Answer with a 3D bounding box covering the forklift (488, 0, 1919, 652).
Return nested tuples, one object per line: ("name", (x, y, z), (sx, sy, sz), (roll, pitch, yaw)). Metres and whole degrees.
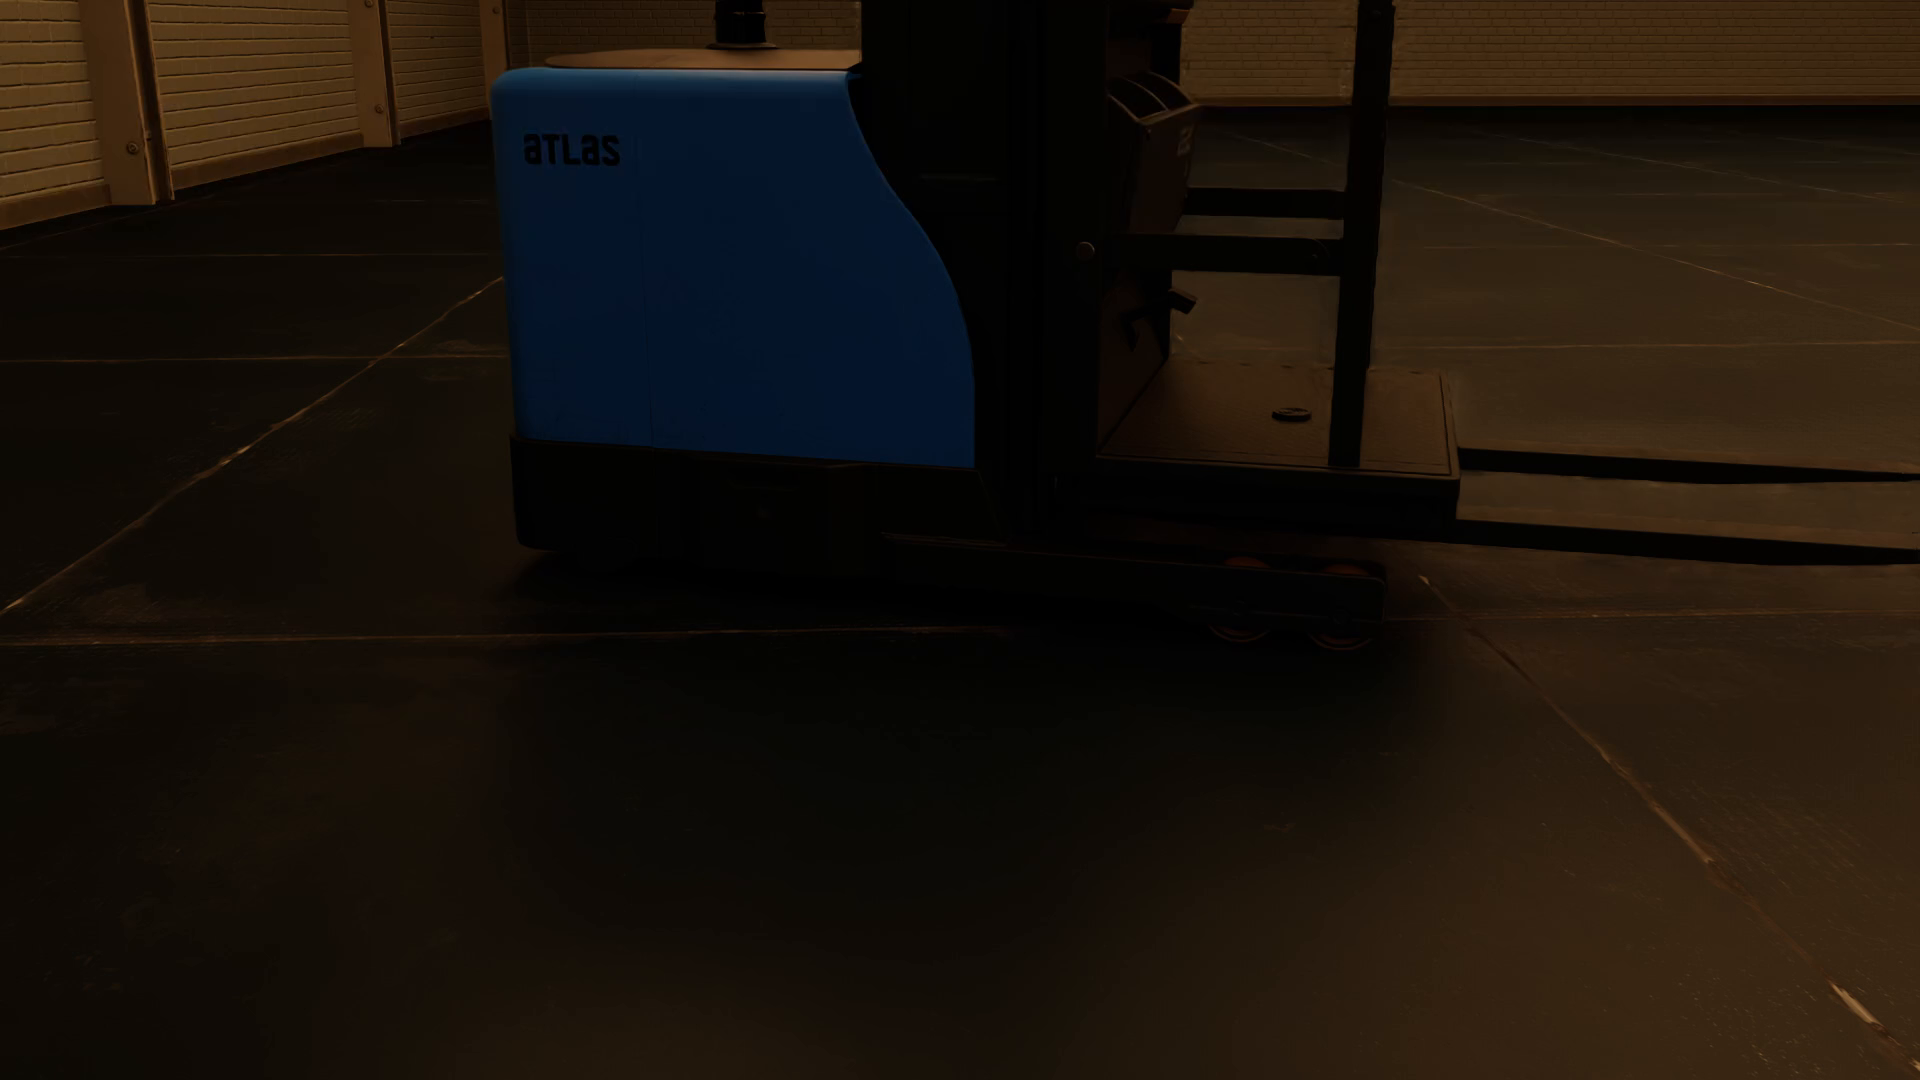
("forklift", (0.592, -1.358, 3.347), (3.031, 2.935, 1.130), (4, 18, 14))
